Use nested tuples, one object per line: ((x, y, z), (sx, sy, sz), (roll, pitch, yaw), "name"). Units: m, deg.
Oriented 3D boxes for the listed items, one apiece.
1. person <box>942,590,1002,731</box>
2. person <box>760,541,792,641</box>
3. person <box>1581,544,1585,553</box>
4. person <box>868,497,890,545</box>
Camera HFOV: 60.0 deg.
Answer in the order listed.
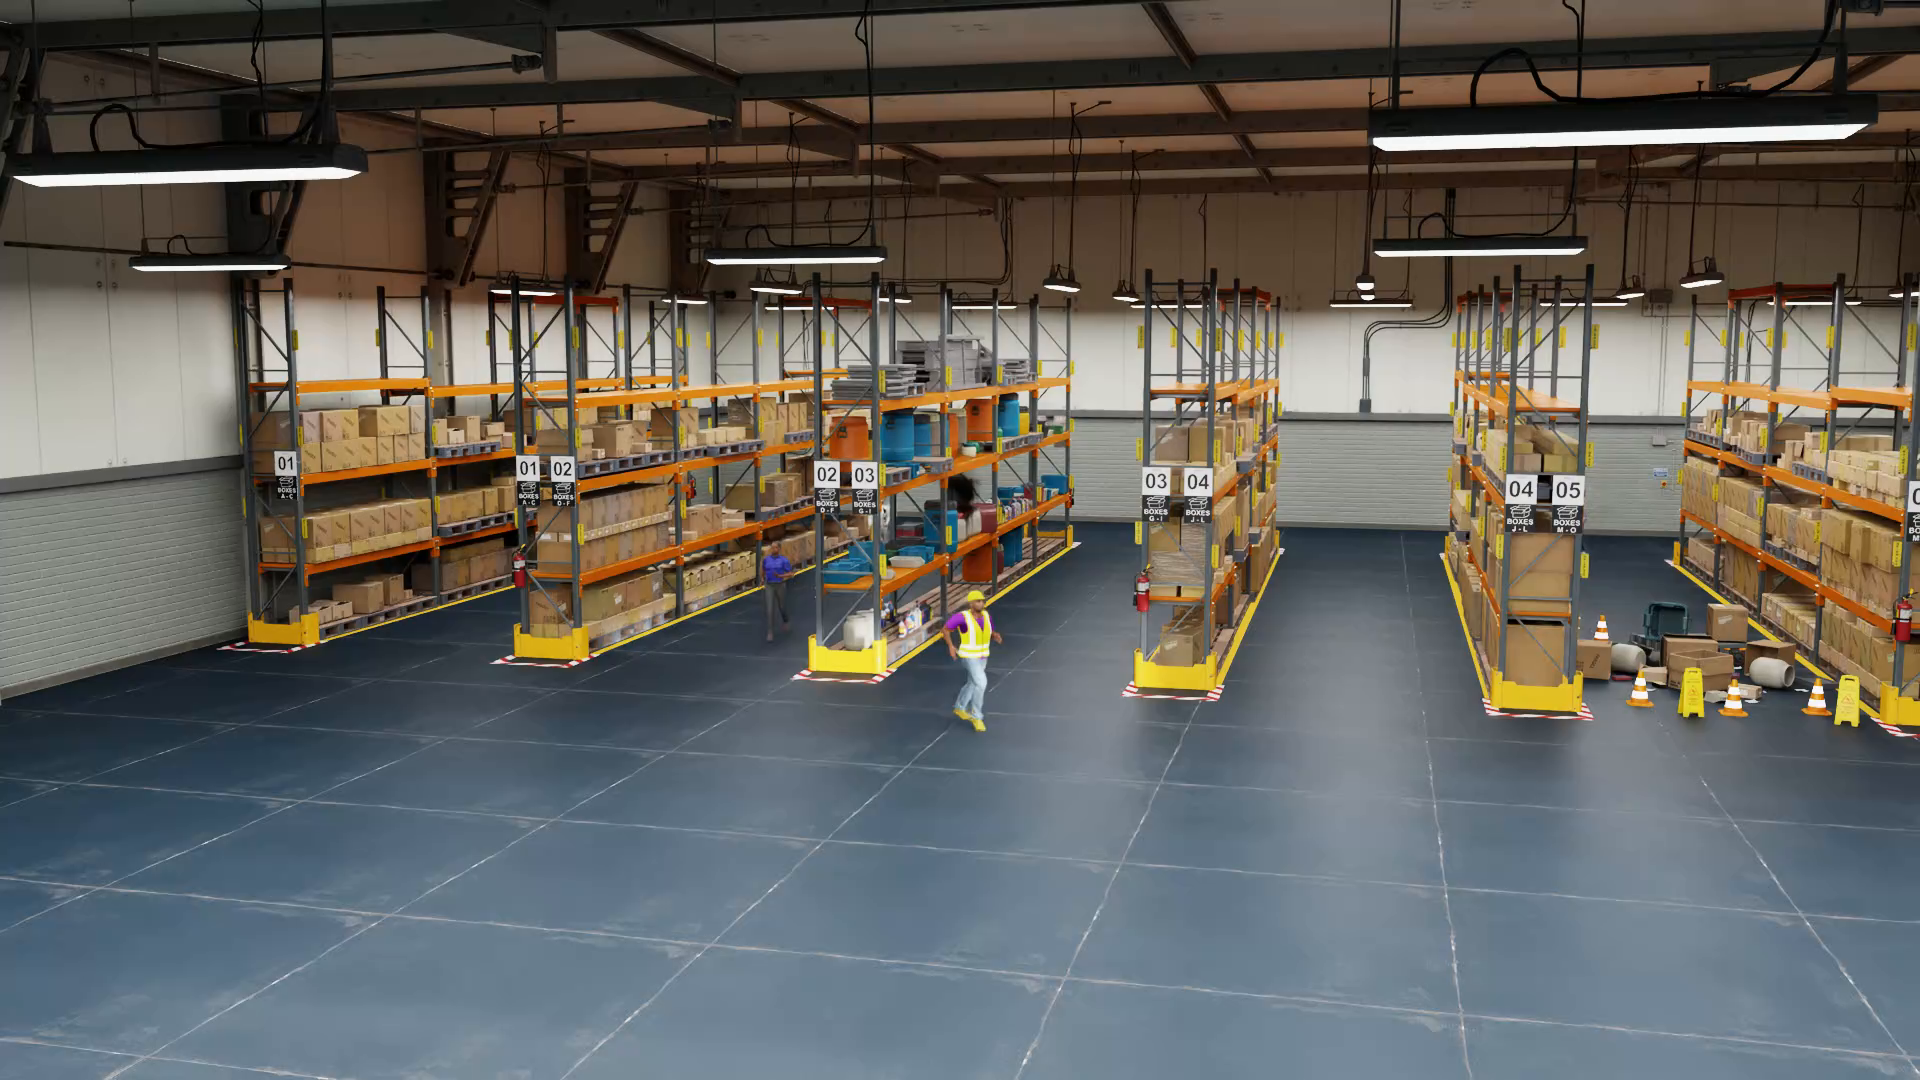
((0.193, 1.553, 21.631), (0.775, 1.828, 0.678), (7, 9, 44), "person")
((-3.094, 0.842, 27.914), (0.583, 1.604, 0.904), (1, 7, 5), "person")
((14.266, -0.432, 38.838), (0.676, 1.606, 0.529), (1, 7, 12), "person")
((-1.761, -0.221, 36.720), (0.613, 1.656, 0.735), (1, 7, 10), "person")
